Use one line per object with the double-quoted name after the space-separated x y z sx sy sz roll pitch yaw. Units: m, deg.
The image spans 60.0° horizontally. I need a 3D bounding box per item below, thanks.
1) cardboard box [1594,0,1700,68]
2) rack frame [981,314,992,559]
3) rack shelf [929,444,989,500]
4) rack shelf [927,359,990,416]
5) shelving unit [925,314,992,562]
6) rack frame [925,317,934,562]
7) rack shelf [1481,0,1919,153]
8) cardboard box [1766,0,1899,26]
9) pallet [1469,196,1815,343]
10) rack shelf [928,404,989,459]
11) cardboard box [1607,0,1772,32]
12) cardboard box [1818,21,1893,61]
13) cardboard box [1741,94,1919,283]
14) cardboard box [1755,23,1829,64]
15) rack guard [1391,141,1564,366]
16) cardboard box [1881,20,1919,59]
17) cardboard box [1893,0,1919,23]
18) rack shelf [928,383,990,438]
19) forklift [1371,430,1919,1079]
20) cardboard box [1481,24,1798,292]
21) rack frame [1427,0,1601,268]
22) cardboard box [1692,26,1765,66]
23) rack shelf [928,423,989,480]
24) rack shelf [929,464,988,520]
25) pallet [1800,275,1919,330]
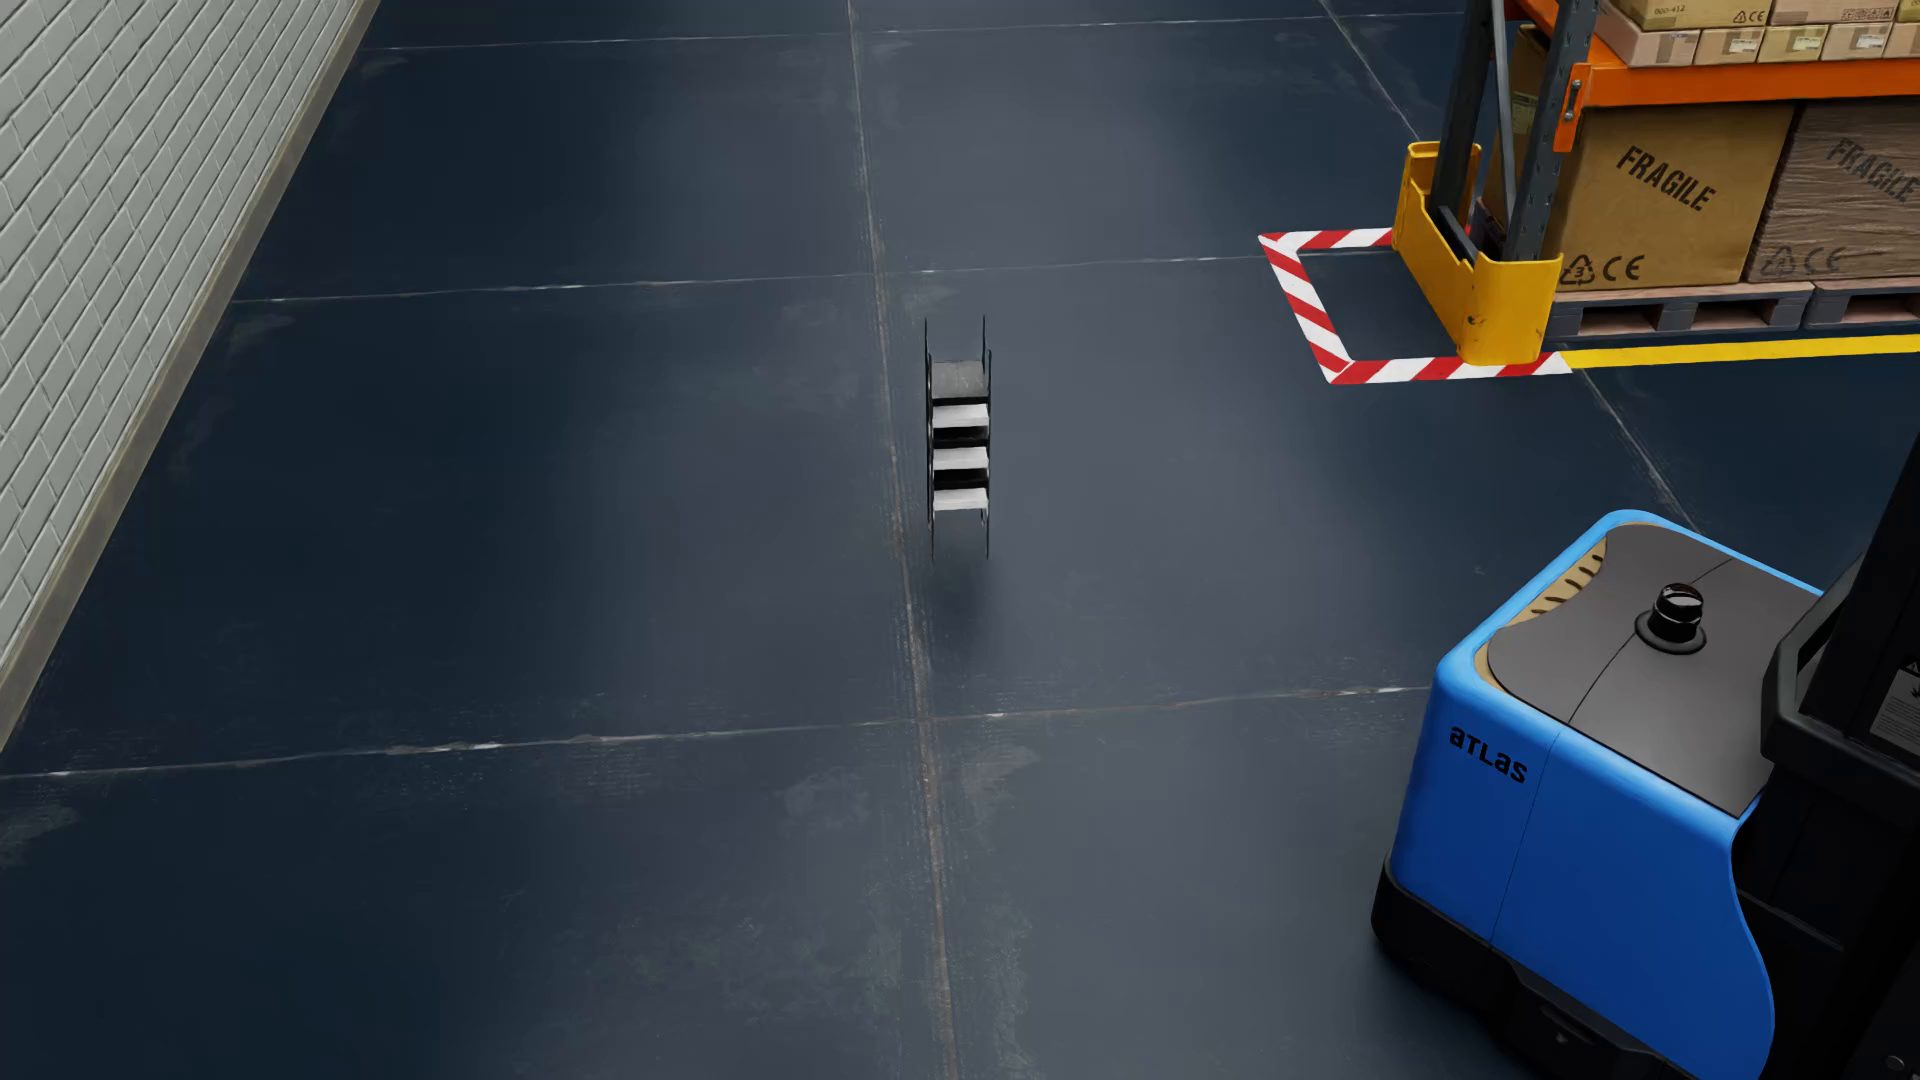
2.715 -2.016 6.586 0.250 0.149 0.380 -3 38 -3 "cardboard box"
0.093 -0.358 5.978 0.006 0.900 0.240 -3 38 -4 "rack frame"
-0.008 -0.256 6.047 0.200 0.077 0.258 -3 38 -4 "rack shelf"
-0.008 -0.539 5.824 0.200 0.077 0.258 -3 38 -4 "rack shelf"
-0.008 -0.353 5.971 0.210 0.900 0.258 -3 38 -4 "shelving unit"
-0.109 -0.347 5.964 0.006 0.900 0.240 -3 38 -4 "rack frame"
4.325 -2.126 7.104 4.000 0.370 1.077 -3 38 -4 "rack shelf"
3.352 -2.249 6.560 0.500 0.250 0.500 -4 38 -5 "cardboard box"
3.122 -1.296 7.722 1.213 0.211 1.003 -3 38 -4 "pallet"
-0.008 -0.397 5.936 0.200 0.077 0.258 -3 38 -4 "rack shelf"
2.835 -2.216 6.518 0.500 0.250 0.500 -4 38 -5 "cardboard box"
3.485 -2.060 6.642 0.250 0.149 0.380 -4 38 -5 "cardboard box"
3.869 -1.764 7.440 0.875 0.875 0.875 -3 38 -4 "cardboard box"
3.226 -2.045 6.623 0.250 0.149 0.380 -4 38 -5 "cardboard box"
2.309 -1.316 7.514 0.348 0.500 1.175 -3 38 -4 "rack guard"
3.739 -2.073 6.659 0.250 0.149 0.380 -4 38 -5 "cardboard box"
3.853 -2.274 6.592 0.500 0.250 0.500 -4 38 -5 "cardboard box"
-0.008 -0.468 5.880 0.200 0.077 0.258 -3 38 -4 "rack shelf"
2.571 0.437 3.330 3.031 2.935 1.130 32 48 34 "forklift"
2.963 -1.714 7.377 0.875 0.875 0.875 -3 38 -4 "cardboard box"
2.332 -2.299 6.742 0.127 3.000 1.000 -3 38 -4 "rack frame"
2.971 -2.031 6.605 0.250 0.149 0.380 -4 38 -5 "cardboard box"
-0.008 -0.327 5.991 0.200 0.077 0.258 -3 38 -4 "rack shelf"
-0.008 -0.185 6.103 0.200 0.077 0.258 -3 38 -4 "rack shelf"
4.334 -1.361 7.805 1.213 0.211 1.003 -3 38 -4 "pallet"
